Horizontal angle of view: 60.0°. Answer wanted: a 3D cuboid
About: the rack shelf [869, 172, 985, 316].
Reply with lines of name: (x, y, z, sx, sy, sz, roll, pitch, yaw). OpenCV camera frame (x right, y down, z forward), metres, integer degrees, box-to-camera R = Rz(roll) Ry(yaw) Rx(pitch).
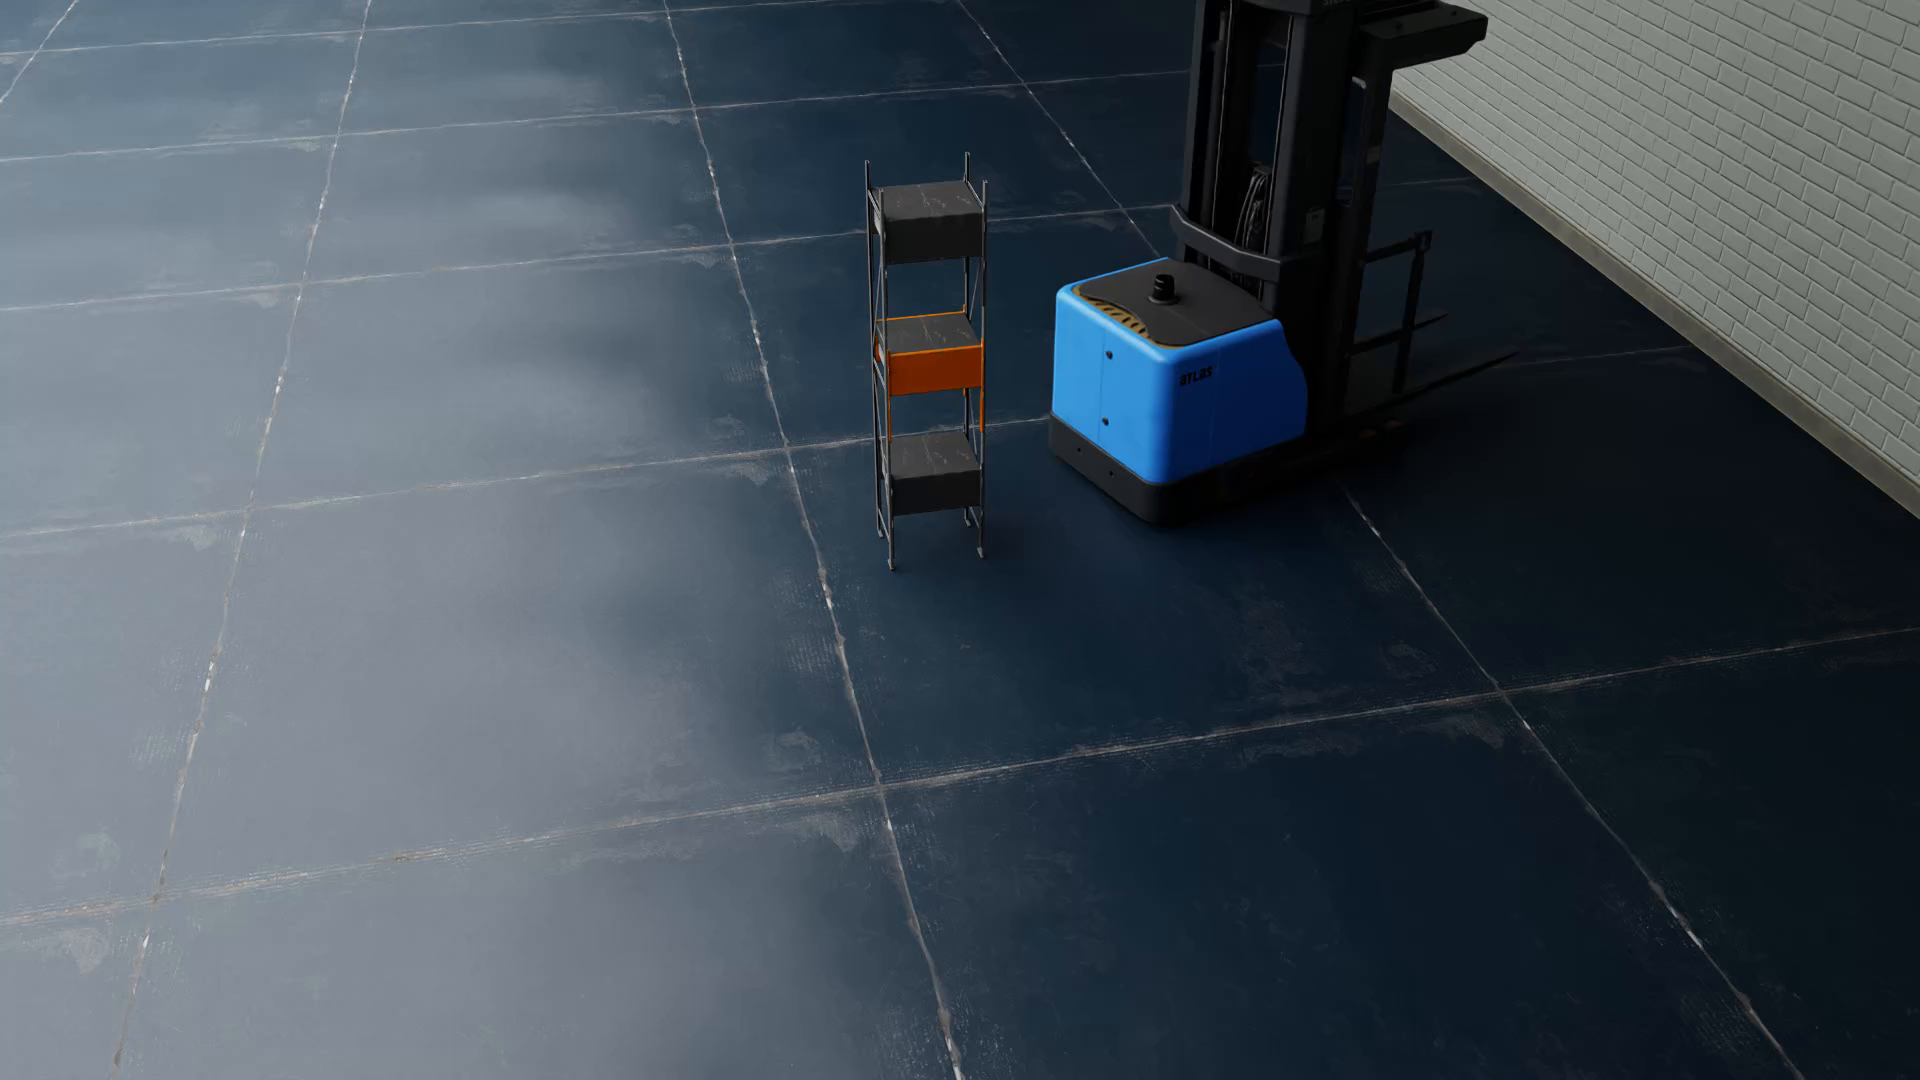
rack shelf: (-0.161, -1.421, 7.975, 0.480, 0.518, 0.431, -7, 35, -11)

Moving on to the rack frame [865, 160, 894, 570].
rack frame: (-0.399, -0.822, 8.313, 0.015, 2.100, 0.400, -7, 35, -11)

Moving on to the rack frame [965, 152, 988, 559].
rack frame: (0.077, -0.882, 8.402, 0.015, 2.100, 0.400, -7, 35, -11)

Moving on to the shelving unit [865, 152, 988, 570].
shelving unit: (-0.161, -0.852, 8.358, 0.503, 2.100, 0.431, -7, 35, -11)

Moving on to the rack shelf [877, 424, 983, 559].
rack shelf: (-0.161, -0.259, 8.755, 0.480, 0.518, 0.431, -7, 35, -11)

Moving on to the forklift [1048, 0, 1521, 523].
forklift: (2.034, -1.924, 9.210, 3.031, 2.935, 1.130, -19, 38, -26)

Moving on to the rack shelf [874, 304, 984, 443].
rack shelf: (-0.161, -0.840, 8.365, 0.480, 0.518, 0.431, -7, 35, -11)
